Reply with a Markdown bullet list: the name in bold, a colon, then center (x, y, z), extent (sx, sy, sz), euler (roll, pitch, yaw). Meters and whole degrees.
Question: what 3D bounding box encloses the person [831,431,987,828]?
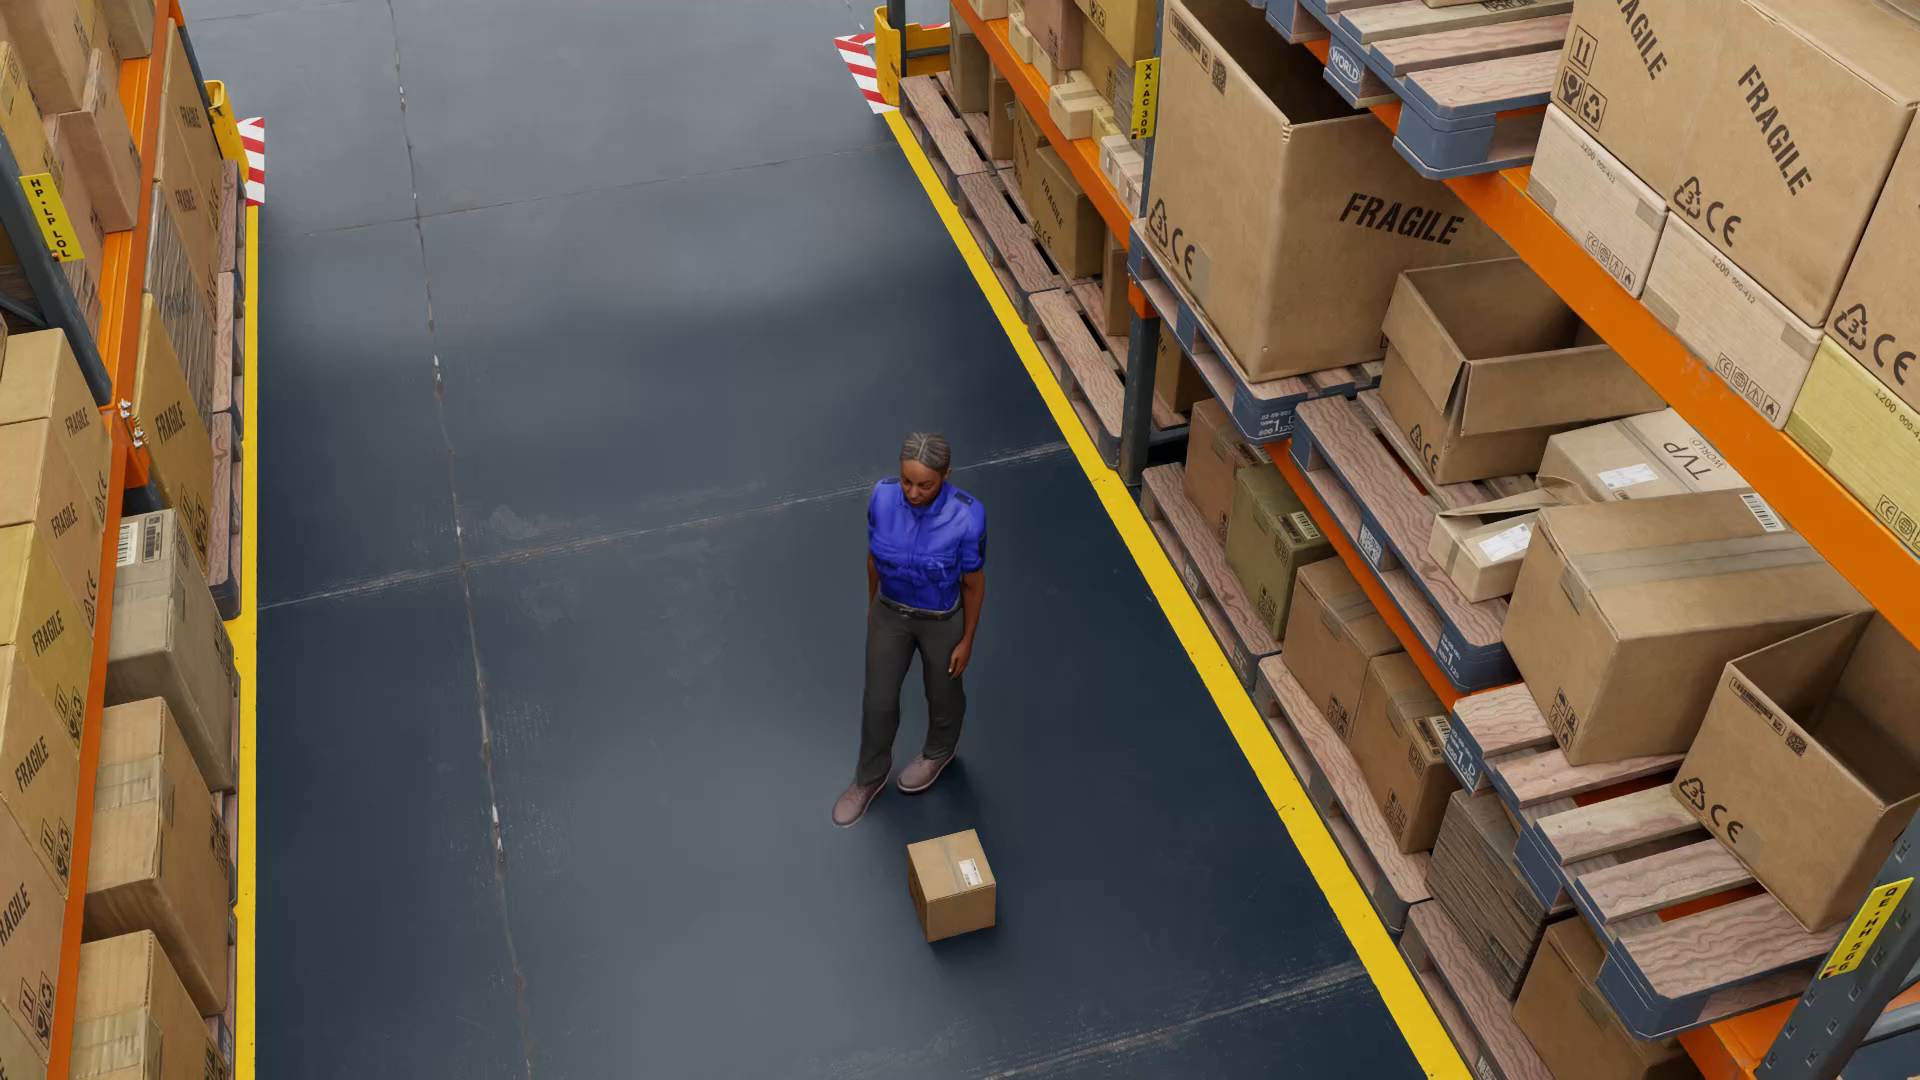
- **person**: center (-0.187, 0.346, 5.792), extent (0.497, 1.681, 0.514), euler (13, 44, 13)
